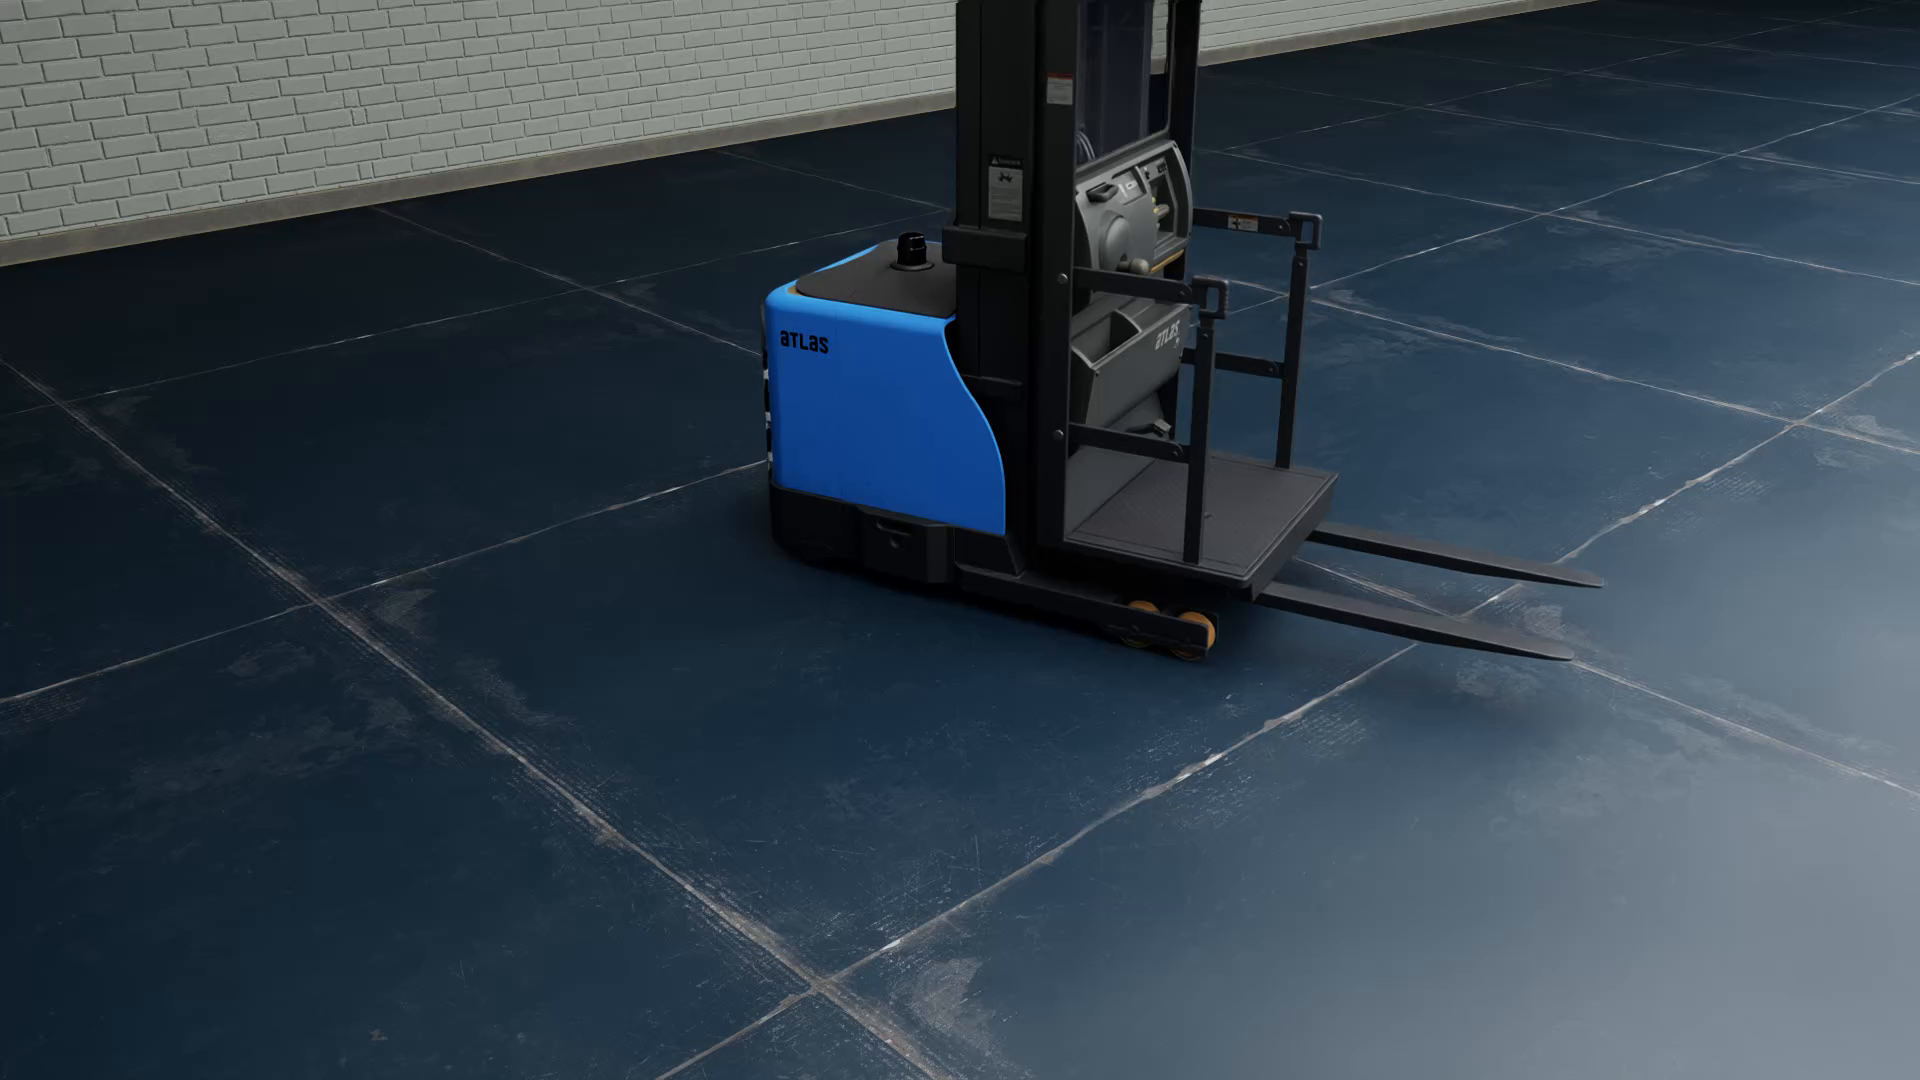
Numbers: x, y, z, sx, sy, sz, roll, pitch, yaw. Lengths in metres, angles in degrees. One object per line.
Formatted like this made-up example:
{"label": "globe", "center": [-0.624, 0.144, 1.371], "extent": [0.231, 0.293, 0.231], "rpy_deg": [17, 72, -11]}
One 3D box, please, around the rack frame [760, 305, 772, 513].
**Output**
{"label": "rack frame", "center": [-0.739, -0.566, 6.908], "extent": [0.006, 0.900, 0.240], "rpy_deg": [13, 27, 26]}

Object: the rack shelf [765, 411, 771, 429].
{"label": "rack shelf", "center": [-0.650, -0.516, 6.878], "extent": [0.200, 0.077, 0.258], "rpy_deg": [13, 27, 26]}

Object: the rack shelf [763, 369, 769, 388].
{"label": "rack shelf", "center": [-0.650, -0.680, 6.803], "extent": [0.200, 0.077, 0.258], "rpy_deg": [13, 27, 26]}

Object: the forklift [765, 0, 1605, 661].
{"label": "forklift", "center": [0.799, -1.164, 5.770], "extent": [3.031, 2.935, 1.130], "rpy_deg": [13, 27, 26]}

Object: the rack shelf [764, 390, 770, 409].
{"label": "rack shelf", "center": [-0.650, -0.598, 6.840], "extent": [0.200, 0.077, 0.258], "rpy_deg": [13, 27, 26]}

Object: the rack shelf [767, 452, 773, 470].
{"label": "rack shelf", "center": [-0.650, -0.352, 6.952], "extent": [0.200, 0.077, 0.258], "rpy_deg": [13, 27, 26]}

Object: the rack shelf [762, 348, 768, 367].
{"label": "rack shelf", "center": [-0.650, -0.762, 6.766], "extent": [0.200, 0.077, 0.258], "rpy_deg": [13, 27, 26]}

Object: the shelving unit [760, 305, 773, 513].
{"label": "shelving unit", "center": [-0.650, -0.547, 6.864], "extent": [0.210, 0.900, 0.258], "rpy_deg": [13, 27, 26]}

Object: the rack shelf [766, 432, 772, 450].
{"label": "rack shelf", "center": [-0.650, -0.434, 6.915], "extent": [0.200, 0.077, 0.258], "rpy_deg": [13, 27, 26]}
